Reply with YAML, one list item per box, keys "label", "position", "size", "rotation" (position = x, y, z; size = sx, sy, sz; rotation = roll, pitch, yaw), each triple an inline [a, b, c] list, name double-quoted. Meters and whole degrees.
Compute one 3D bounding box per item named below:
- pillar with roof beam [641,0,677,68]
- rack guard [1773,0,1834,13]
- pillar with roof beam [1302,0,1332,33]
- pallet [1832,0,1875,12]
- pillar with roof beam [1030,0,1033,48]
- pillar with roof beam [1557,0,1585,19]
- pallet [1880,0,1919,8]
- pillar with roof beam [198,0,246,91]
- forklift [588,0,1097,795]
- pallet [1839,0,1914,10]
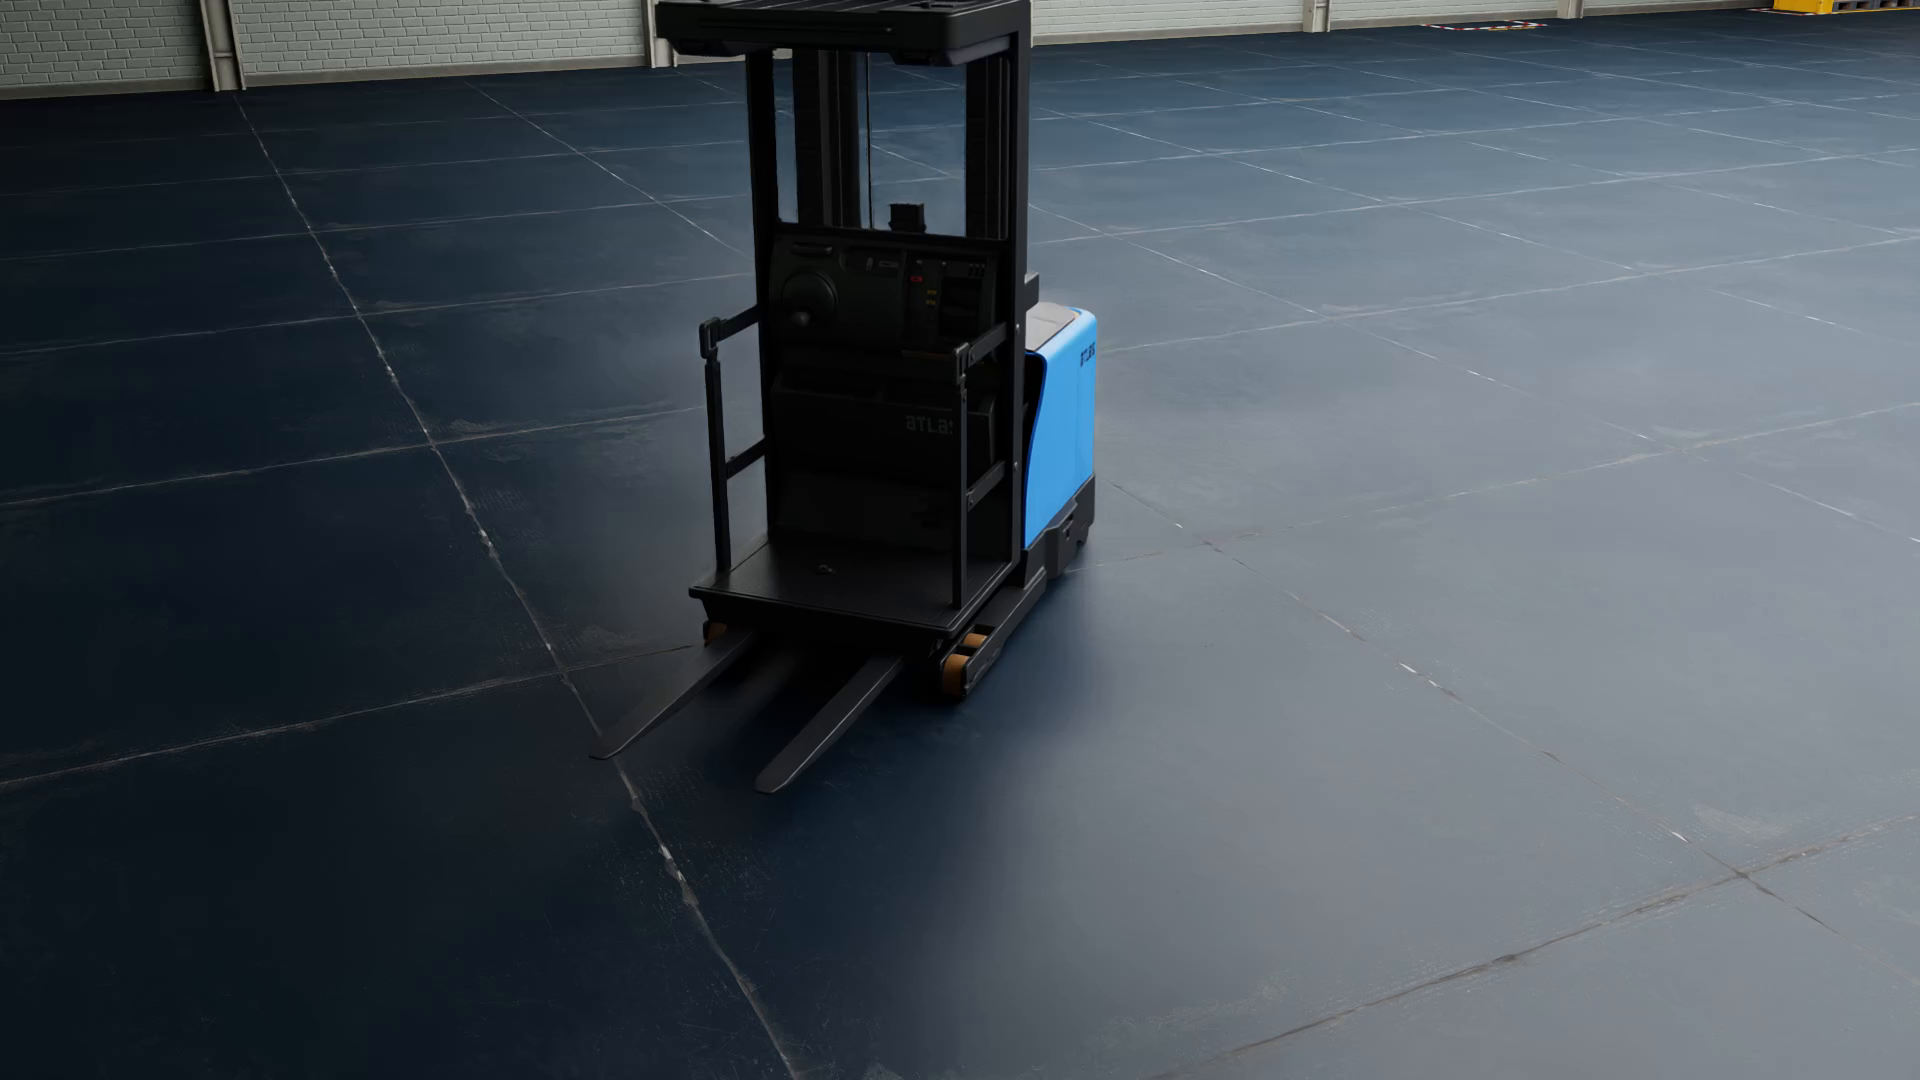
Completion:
- label: "pillar with roof beam"
  position: [-2.598, -9.766, 19.577]
  size: [0.400, 9.000, 9.100]
  rotation: [-10, 25, -24]
- label: "rack guard"
  position: [16.973, -10.902, 33.434]
  size: [0.348, 0.500, 1.175]
  rotation: [-10, 25, -24]
- label: "pillar with roof beam"
  position: [8.215, -11.756, 24.385]
  size: [0.400, 9.000, 9.100]
  rotation: [-10, 25, -24]
- label: "pallet"
  position: [17.721, -10.891, 33.785]
  size: [1.213, 0.211, 1.003]
  rotation: [-10, 25, -24]
- label: "pillar with roof beam"
  position: [2.808, -10.761, 21.981]
  size: [0.400, 9.000, 9.100]
  rotation: [-10, 25, -24]
- label: "pillar with roof beam"
  position: [13.621, -12.752, 26.790]
  size: [0.400, 9.000, 9.100]
  rotation: [-10, 25, -24]
- label: "pallet"
  position: [19.919, -11.296, 34.763]
  size: [1.213, 0.211, 1.003]
  rotation: [-10, 25, -24]
- label: "pillar with roof beam"
  position: [-8.004, -8.771, 17.172]
  size: [0.400, 9.000, 9.100]
  rotation: [-10, 25, -24]
- label: "forklift"
  position: [-0.371, -0.936, 6.178]
  size: [1.130, 2.935, 3.031]
  rotation: [8, 24, 19]
- label: "pallet"
  position: [18.818, -11.092, 34.270]
  size: [1.213, 0.211, 1.003]
  rotation: [-10, 25, -24]
